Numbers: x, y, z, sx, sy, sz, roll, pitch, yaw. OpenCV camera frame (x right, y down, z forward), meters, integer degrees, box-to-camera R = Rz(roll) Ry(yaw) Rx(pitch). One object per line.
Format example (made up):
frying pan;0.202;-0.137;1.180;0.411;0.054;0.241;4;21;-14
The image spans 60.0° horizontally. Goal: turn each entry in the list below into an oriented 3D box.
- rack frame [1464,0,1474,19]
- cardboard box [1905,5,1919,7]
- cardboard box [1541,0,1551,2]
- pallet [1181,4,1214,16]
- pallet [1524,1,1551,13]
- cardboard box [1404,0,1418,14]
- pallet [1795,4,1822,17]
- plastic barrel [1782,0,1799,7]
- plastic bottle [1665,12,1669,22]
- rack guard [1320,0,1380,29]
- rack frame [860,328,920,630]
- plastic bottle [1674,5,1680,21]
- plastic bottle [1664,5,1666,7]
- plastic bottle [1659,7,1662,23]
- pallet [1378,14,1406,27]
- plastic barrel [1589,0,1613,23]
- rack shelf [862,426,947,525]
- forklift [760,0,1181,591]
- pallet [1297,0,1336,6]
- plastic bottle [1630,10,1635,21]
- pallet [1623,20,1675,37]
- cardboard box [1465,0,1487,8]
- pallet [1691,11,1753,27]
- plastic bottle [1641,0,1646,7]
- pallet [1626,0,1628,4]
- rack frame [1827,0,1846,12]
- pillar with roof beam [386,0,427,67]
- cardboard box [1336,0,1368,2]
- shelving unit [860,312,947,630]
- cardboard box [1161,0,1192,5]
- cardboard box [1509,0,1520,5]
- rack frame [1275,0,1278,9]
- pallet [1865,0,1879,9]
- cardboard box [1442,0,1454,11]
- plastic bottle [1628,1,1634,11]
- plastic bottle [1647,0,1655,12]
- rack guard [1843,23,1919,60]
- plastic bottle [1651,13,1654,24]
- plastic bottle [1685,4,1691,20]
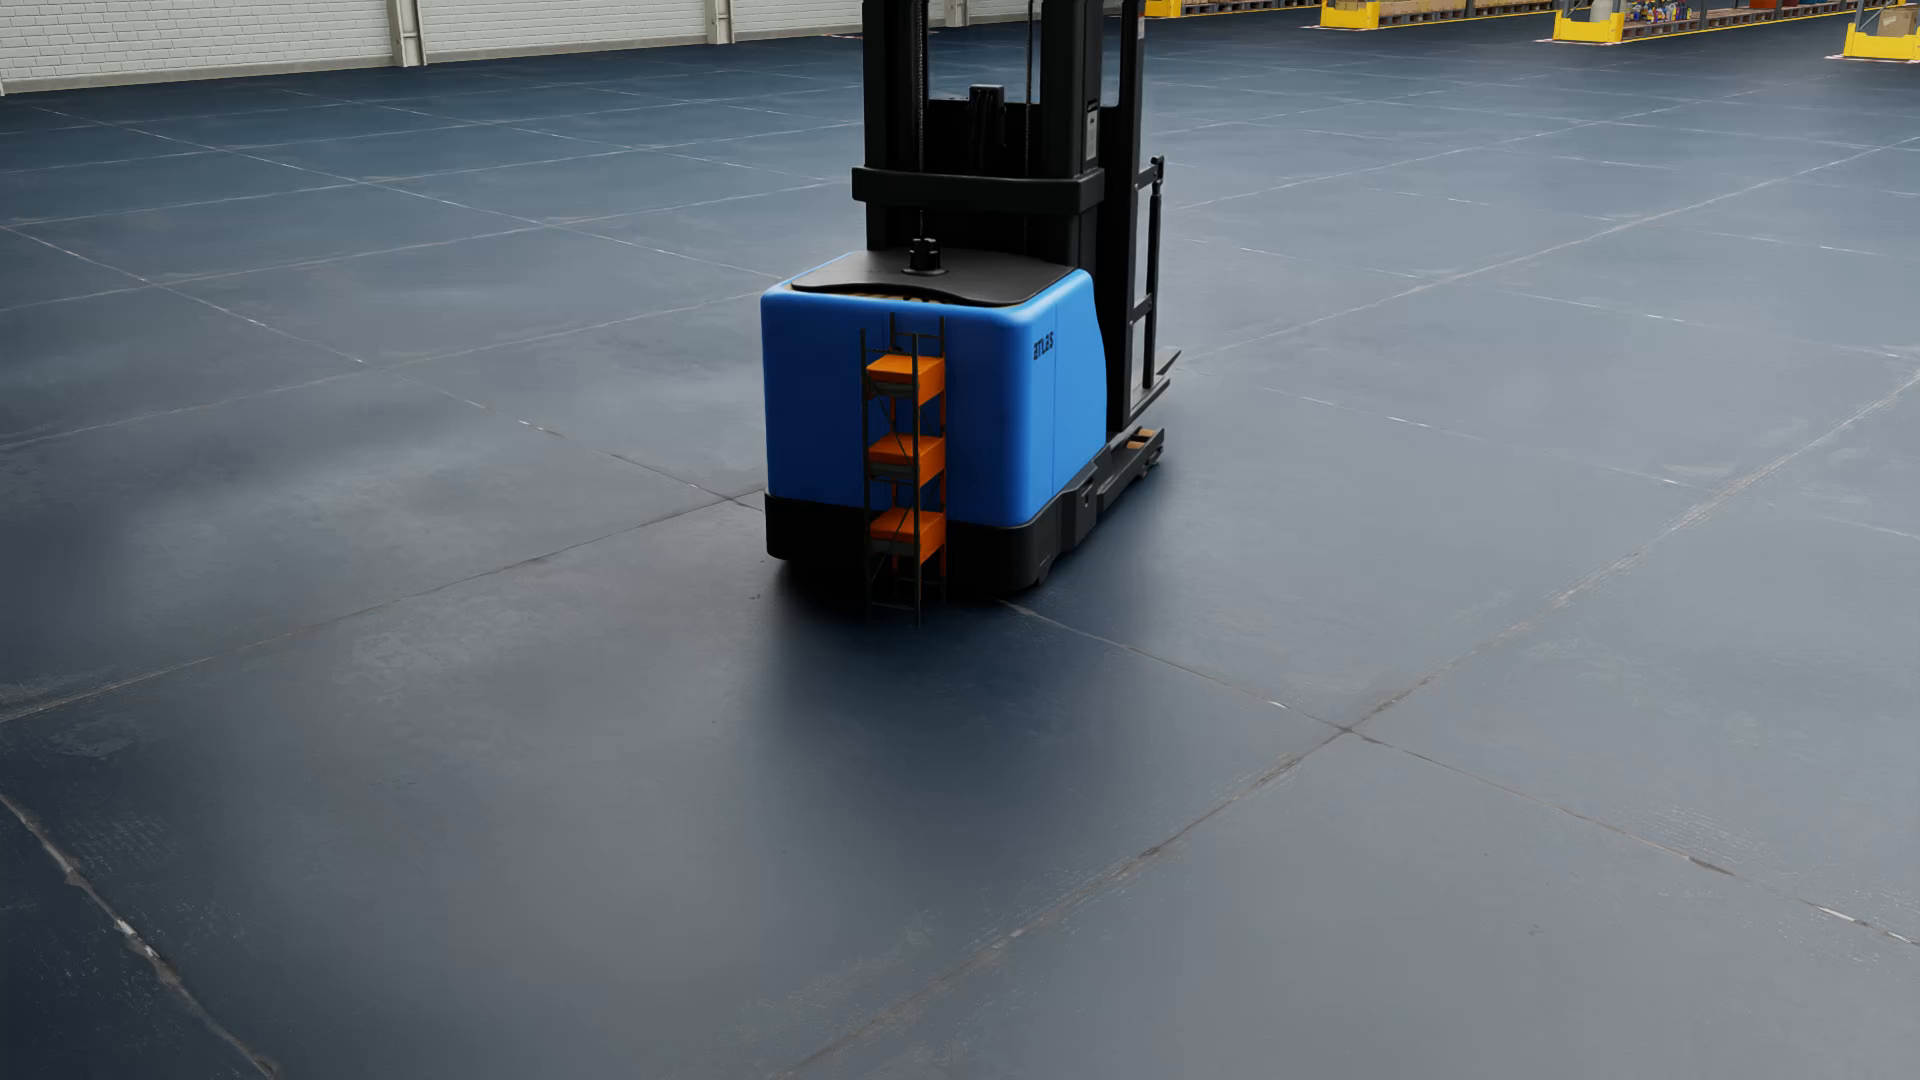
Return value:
rack frame;10.593;-12.707;35.453;1.000;3.000;0.127;19;28;41
cardboard box;16.188;-8.702;27.933;0.500;0.500;0.500;-17;27;-37
cardboard box;13.191;-12.451;38.035;0.500;0.250;0.500;-19;28;-41
pallet;4.896;-11.835;37.072;1.003;0.211;1.213;19;28;41
pallet;12.781;-12.231;38.103;1.003;0.211;1.213;19;28;41
cardboard box;9.032;-10.931;34.080;0.500;0.250;0.500;19;28;41
pallet;18.301;-11.718;36.767;1.003;0.211;1.213;19;28;41
plastic barrel;18.047;-11.985;36.351;0.600;0.588;0.708;19;28;41
plastic bottle;13.359;-9.917;31.482;0.097;0.201;0.097;0;21;0
rack guard;7.786;-10.505;33.210;1.175;0.500;0.348;19;28;41
rack frame;-0.233;-0.193;5.613;0.200;1.050;0.008;8;22;20
plastic bottle;13.679;-10.064;31.750;0.133;0.283;0.061;-18;27;-39
plastic bottle;13.446;-10.052;31.720;0.061;0.283;0.133;19;28;41
plastic bottle;13.146;-9.871;31.266;0.097;0.271;0.097;0;21;0
pallet;8.306;-10.584;33.817;1.003;0.211;1.213;19;28;41
plastic barrel;11.754;-9.661;30.411;0.421;0.512;0.421;0;21;0
rack shelf;-0.189;-0.224;5.723;0.215;0.259;0.240;8;22;20
forklift;0.273;-1.682;6.864;1.130;2.935;3.031;8;22;20
pallet;8.435;-13.160;40.518;1.003;0.211;1.213;19;28;41
plastic bottle;12.838;-10.037;31.794;0.097;0.201;0.097;0;21;0
pallet;12.790;-9.687;31.483;1.003;0.211;1.213;19;28;41
cardboard box;11.052;-11.661;35.979;0.500;0.250;0.500;18;28;39
pallet;15.511;-10.691;34.096;1.003;0.211;1.213;19;28;41
plastic bottle;13.279;-10.331;32.352;0.185;0.351;0.144;-19;28;-41
pallet;15.634;-13.243;40.735;1.003;0.211;1.213;19;28;41
rack frame;19.721;-13.522;37.575;1.000;3.000;0.127;19;28;41
pillar with roof beam;-5.353;-10.410;21.115;9.100;9.000;0.400;19;28;41
cardboard box;7.964;-11.153;33.614;0.500;0.500;0.500;19;28;41
shelving unit;-0.189;-0.234;5.720;0.215;1.050;0.252;8;22;20
cardboard box;4.798;-12.023;36.808;0.500;0.311;0.500;15;26;35
cardboard box;12.125;-12.056;37.008;0.500;0.250;0.500;-20;28;-41
rack frame;7.041;-13.946;38.676;1.000;3.000;0.127;19;28;41
pallet;21.057;-12.735;39.412;1.003;0.211;1.213;19;28;41
cardboard box;10.070;-11.319;35.090;0.500;0.250;0.500;19;28;41
plastic bottle;12.851;-10.173;31.941;0.144;0.351;0.185;19;28;40
plastic bottle;13.383;-10.295;32.258;0.144;0.351;0.185;19;28;41
rack guard;14.951;-8.051;26.824;1.175;0.500;0.348;19;28;41
plastic bottle;12.910;-9.752;31.052;0.097;0.201;0.097;0;21;0
plastic bottle;14.040;-10.197;32.097;0.133;0.283;0.061;-18;28;-39
